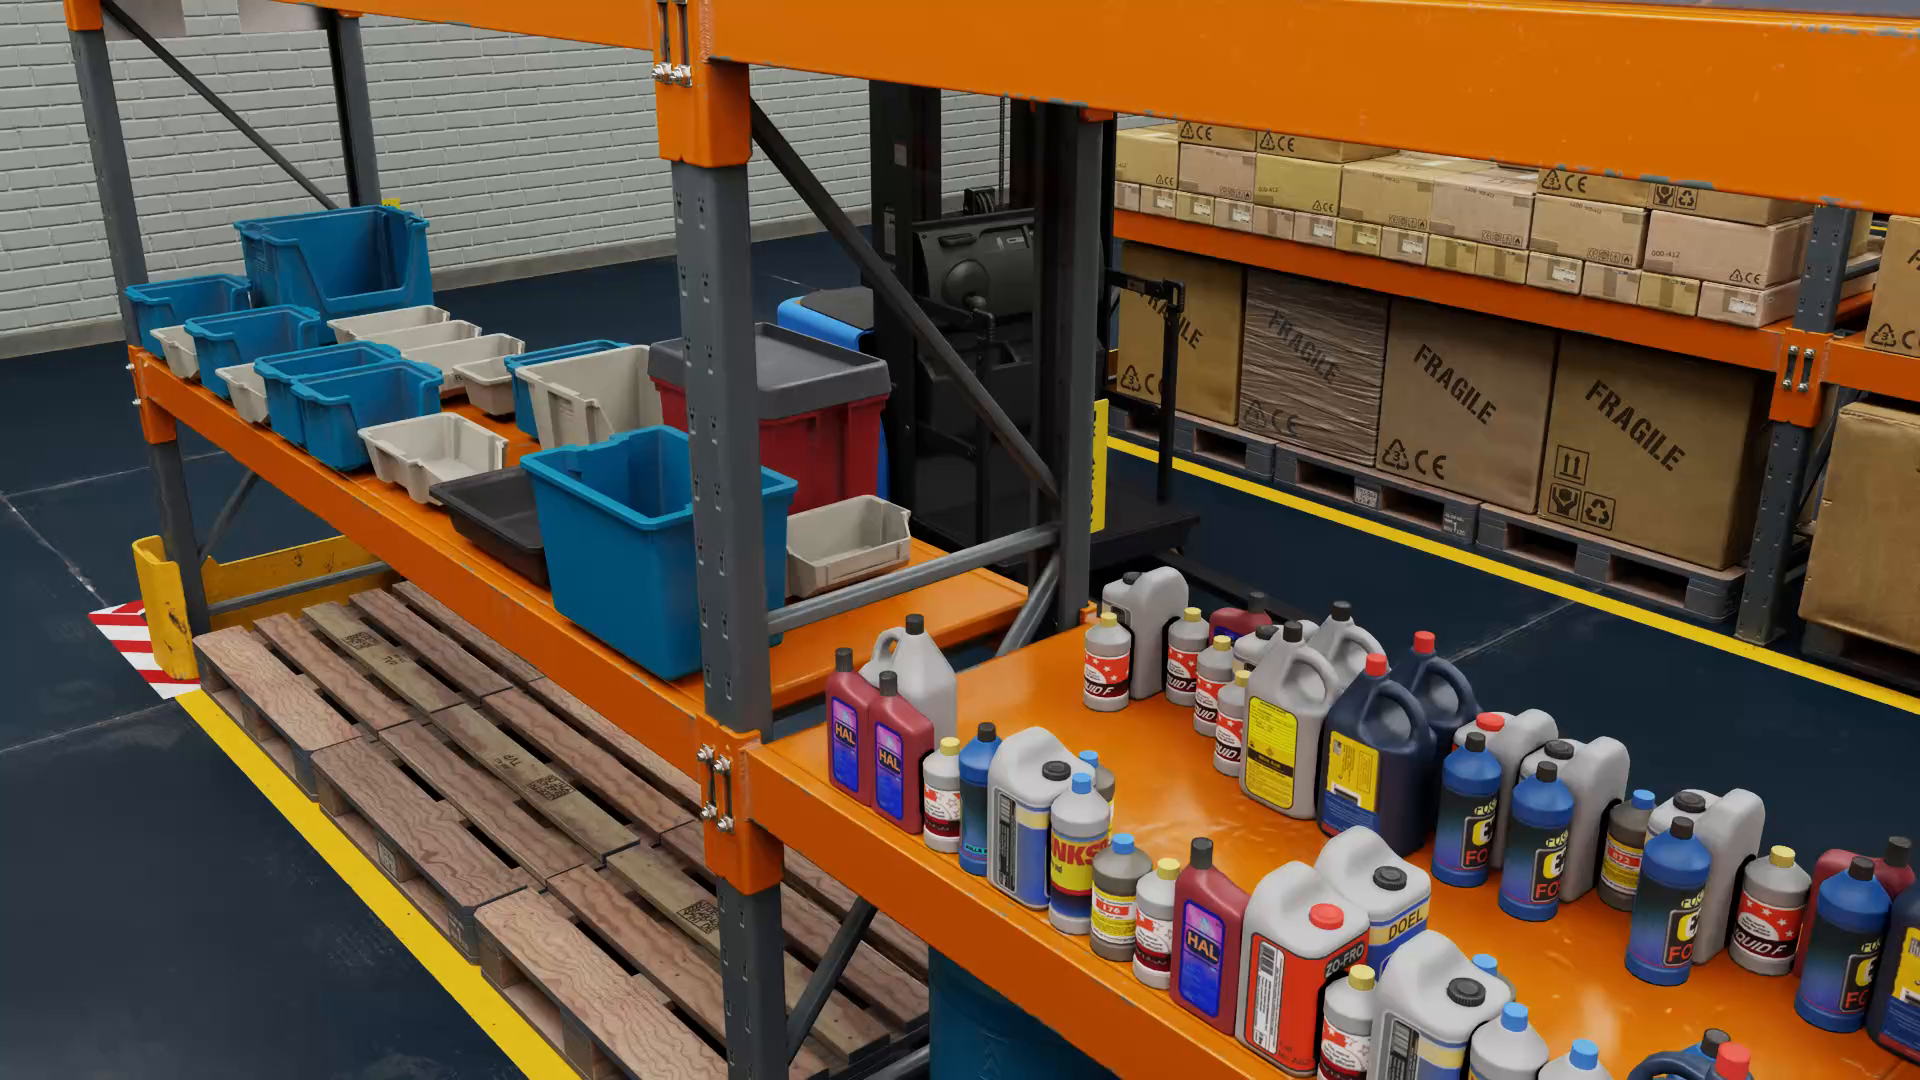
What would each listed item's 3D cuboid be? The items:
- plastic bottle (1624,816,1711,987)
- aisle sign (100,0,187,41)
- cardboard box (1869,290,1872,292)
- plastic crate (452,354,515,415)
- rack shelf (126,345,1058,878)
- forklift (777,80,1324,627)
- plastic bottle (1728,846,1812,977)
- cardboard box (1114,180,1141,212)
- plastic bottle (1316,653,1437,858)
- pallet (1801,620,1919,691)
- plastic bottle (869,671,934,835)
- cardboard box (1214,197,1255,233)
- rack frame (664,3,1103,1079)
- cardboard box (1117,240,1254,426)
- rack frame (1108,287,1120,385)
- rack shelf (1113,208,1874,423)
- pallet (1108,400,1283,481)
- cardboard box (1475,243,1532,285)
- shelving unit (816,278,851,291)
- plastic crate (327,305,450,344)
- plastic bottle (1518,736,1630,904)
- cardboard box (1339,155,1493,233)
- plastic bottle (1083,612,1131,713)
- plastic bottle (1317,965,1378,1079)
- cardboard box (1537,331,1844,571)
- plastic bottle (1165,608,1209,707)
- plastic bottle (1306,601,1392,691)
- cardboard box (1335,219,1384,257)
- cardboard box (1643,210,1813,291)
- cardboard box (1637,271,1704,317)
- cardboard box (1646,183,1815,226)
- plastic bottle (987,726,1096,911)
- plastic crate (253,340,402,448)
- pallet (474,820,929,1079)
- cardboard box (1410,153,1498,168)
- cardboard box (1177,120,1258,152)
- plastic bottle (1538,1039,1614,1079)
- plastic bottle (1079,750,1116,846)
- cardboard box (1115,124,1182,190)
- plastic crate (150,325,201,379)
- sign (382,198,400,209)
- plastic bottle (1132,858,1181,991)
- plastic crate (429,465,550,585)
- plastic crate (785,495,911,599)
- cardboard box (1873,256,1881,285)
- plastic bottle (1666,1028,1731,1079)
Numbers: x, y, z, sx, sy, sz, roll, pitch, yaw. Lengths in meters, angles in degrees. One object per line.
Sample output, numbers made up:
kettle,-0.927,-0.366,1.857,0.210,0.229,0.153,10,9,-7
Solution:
plastic bottle,1.117,0.560,2.617,0.097,0.271,0.097,0,21,0
aisle sign,-2.993,-2.173,5.853,0.394,0.787,0.004,-17,27,-37
cardboard box,6.073,-1.720,11.189,0.380,0.149,0.250,-16,26,-35
plastic crate,-1.466,-0.504,5.437,0.298,0.136,0.250,-17,27,-37
rack shelf,-1.416,-0.125,5.178,1.077,0.370,4.000,-17,27,-37
forklift,0.351,-1.177,6.971,1.130,2.935,3.031,-14,25,-32
plastic bottle,1.295,0.584,2.653,0.097,0.201,0.097,0,21,0
cardboard box,1.013,-1.898,9.062,0.380,0.149,0.250,-17,27,-37
plastic bottle,0.749,0.377,2.977,0.144,0.351,0.185,-17,27,-37
pallet,4.203,0.407,6.656,1.003,0.211,1.213,-17,27,-37
plastic bottle,-0.107,0.386,3.045,0.061,0.283,0.133,-17,27,-37
cardboard box,1.520,-1.685,8.519,0.380,0.149,0.250,-18,28,-38
rack frame,-0.110,0.092,3.636,1.000,3.000,0.127,-17,27,-37
cardboard box,1.510,-1.240,9.376,0.875,0.875,0.875,-17,27,-37
rack frame,1.031,-2.192,9.468,1.000,3.000,0.127,-17,27,-37
rack shelf,2.337,-1.305,8.188,1.077,0.370,4.000,-17,27,-37
pallet,1.612,-0.691,9.460,1.003,0.211,1.213,-17,27,-37
cardboard box,2.523,-1.260,7.434,0.380,0.149,0.250,-17,27,-36
shelving unit,-0.577,-0.797,8.579,0.215,1.050,0.252,-14,25,-32
plastic crate,-2.052,-0.736,6.029,0.396,0.136,0.243,-17,27,-37
plastic bottle,1.048,0.459,2.868,0.152,0.276,0.135,-17,27,-37
cardboard box,2.154,-1.639,7.854,0.500,0.250,0.500,-18,28,-38
plastic bottle,0.310,0.251,3.501,0.097,0.201,0.097,0,21,0
plastic bottle,0.563,0.698,2.362,0.097,0.201,0.097,0,21,0
cardboard box,3.272,-0.495,7.471,0.875,0.875,0.875,-17,27,-37
plastic bottle,0.489,0.242,3.525,0.097,0.201,0.097,0,21,0
plastic bottle,0.738,0.291,3.195,0.144,0.351,0.185,-17,27,-37
cardboard box,2.018,-1.474,7.978,0.380,0.149,0.250,-18,28,-39
cardboard box,3.155,-1.215,6.771,0.500,0.250,0.500,-18,28,-38
cardboard box,3.026,-1.047,6.890,0.380,0.149,0.250,-17,27,-36
cardboard box,3.140,-1.568,6.644,0.500,0.500,0.500,-16,27,-36
plastic bottle,0.142,0.470,2.842,0.152,0.276,0.135,-17,27,-37
plastic crate,-1.950,-0.453,5.174,0.416,0.233,0.300,-17,27,-37
pallet,-0.619,1.197,4.639,1.003,0.211,1.213,-17,27,-37
cardboard box,2.555,-1.766,8.178,0.500,0.250,0.500,-17,27,-37
cardboard box,1.466,-2.275,8.449,0.500,0.500,0.500,-18,28,-39
plastic bottle,0.778,0.756,2.117,0.097,0.271,0.097,0,21,0
plastic bottle,0.225,0.470,2.945,0.097,0.201,0.097,0,21,0
cardboard box,1.140,-2.064,8.938,0.500,0.250,0.500,-18,28,-39
plastic crate,-2.663,-0.663,5.844,0.250,0.136,0.298,-17,27,-37
sign,-2.315,-1.224,6.773,0.100,0.325,0.005,-17,27,-37
plastic bottle,0.324,0.597,2.620,0.097,0.201,0.097,0,21,0
plastic crate,-1.044,-0.053,4.301,0.437,0.125,0.590,-17,27,-37
plastic crate,-0.306,0.024,4.088,0.396,0.136,0.243,-17,27,-37
cardboard box,6.129,-1.764,10.892,0.380,0.149,0.250,-19,28,-39
plastic bottle,0.951,0.749,2.136,0.097,0.271,0.097,0,21,0
